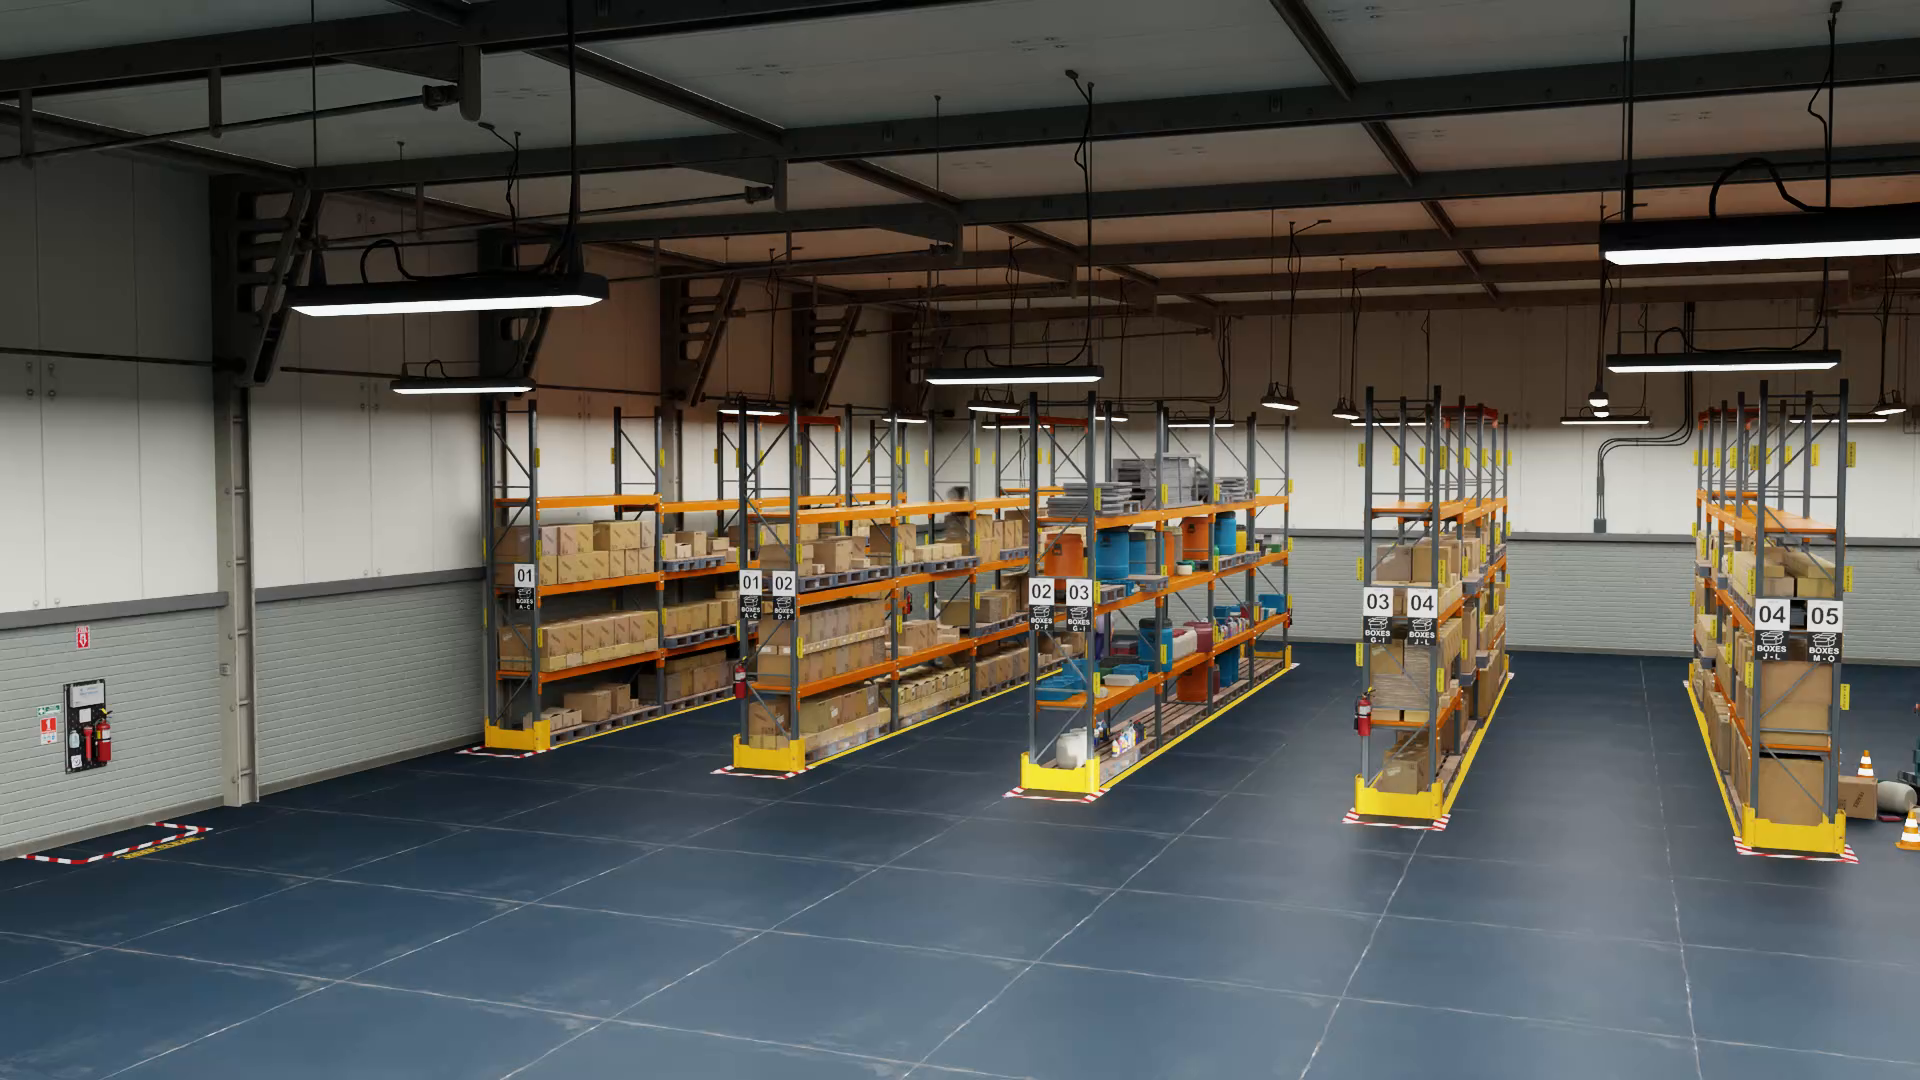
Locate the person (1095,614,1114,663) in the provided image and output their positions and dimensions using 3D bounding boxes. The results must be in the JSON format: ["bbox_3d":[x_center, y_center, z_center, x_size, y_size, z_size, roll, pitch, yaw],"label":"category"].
[{"bbox_3d":[3.357,2.297,38.661,0.486,1.586,0.952,1,3,15],"label":"person"}]

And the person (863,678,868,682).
[{"bbox_3d":[-2.071,2.405,34.676,0.631,1.786,0.401,-2,4,-40],"label":"person"}]

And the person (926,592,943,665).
[{"bbox_3d":[-0.602,2.138,40.239,0.412,1.788,0.641,0,3,6],"label":"person"}]

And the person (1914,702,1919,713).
[{"bbox_3d":[15.977,2.803,27.196,0.618,1.767,0.686,1,3,12],"label":"person"}]
